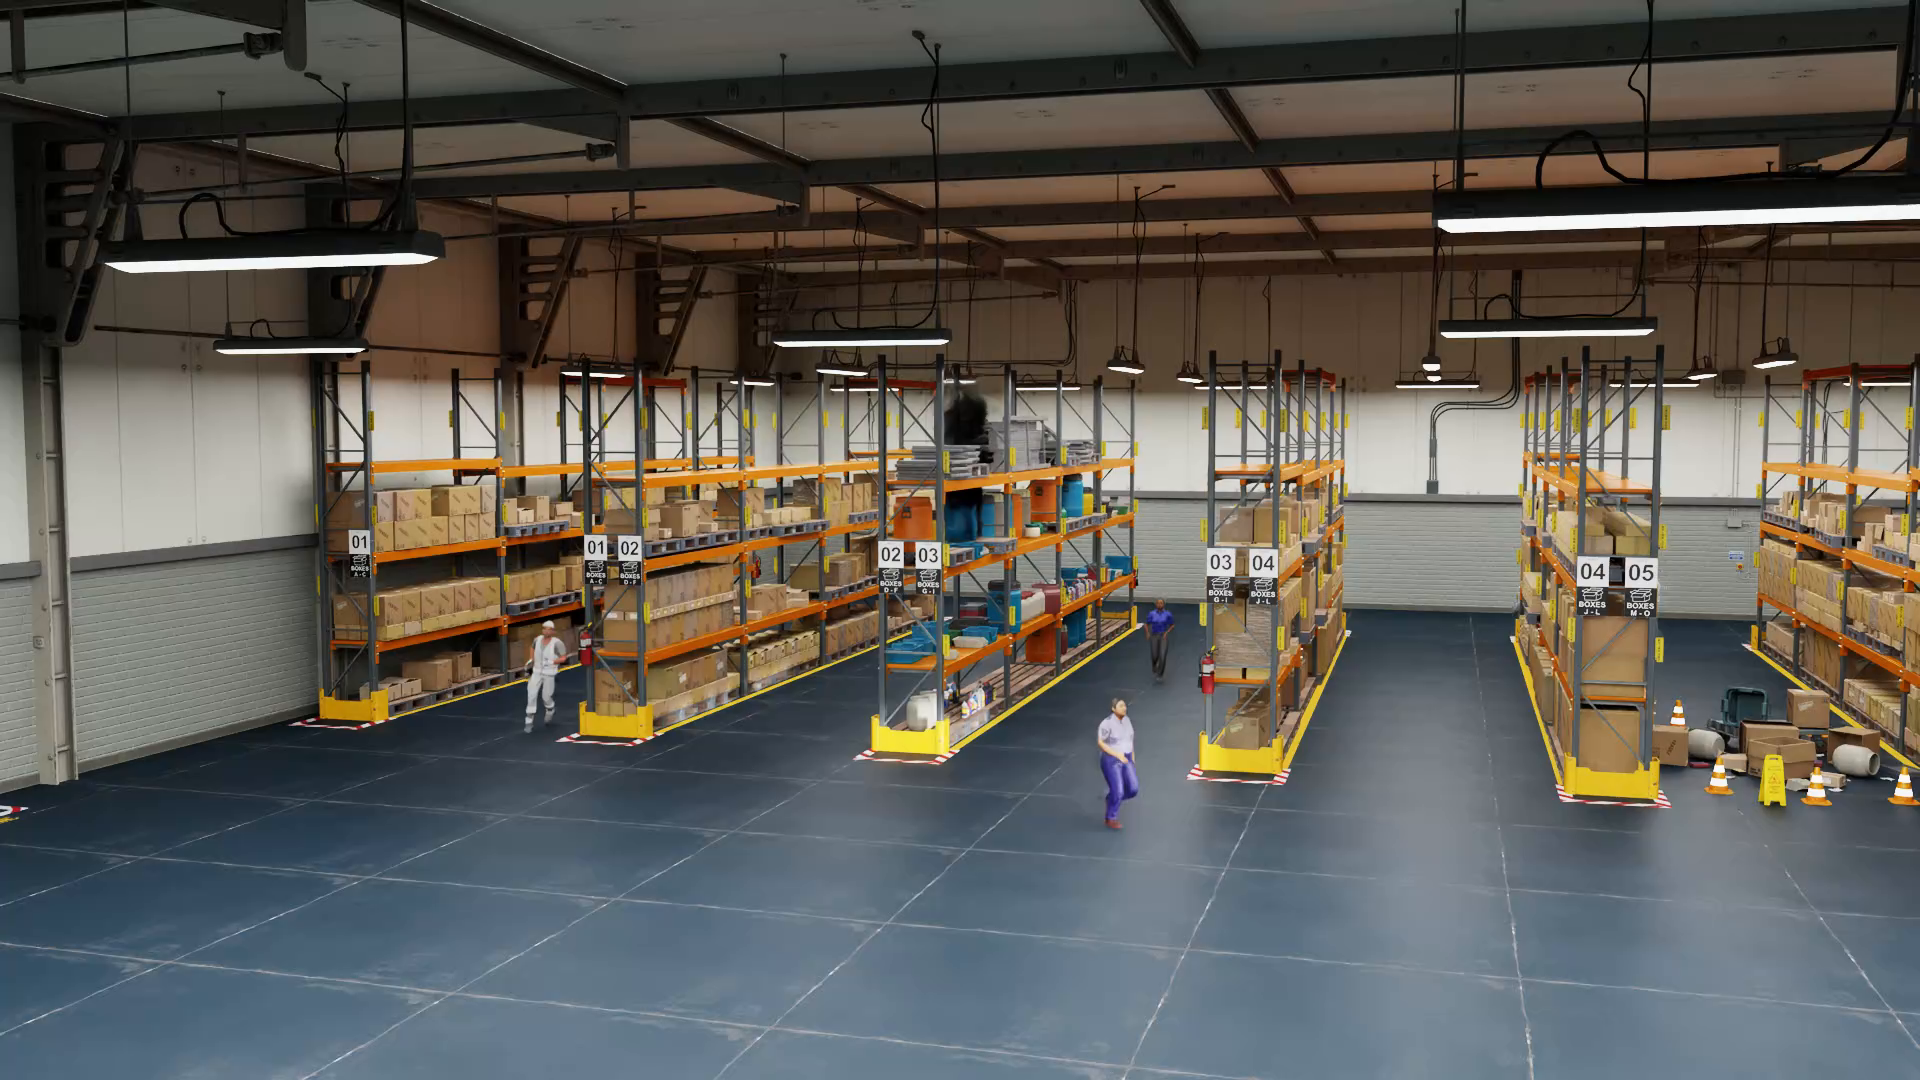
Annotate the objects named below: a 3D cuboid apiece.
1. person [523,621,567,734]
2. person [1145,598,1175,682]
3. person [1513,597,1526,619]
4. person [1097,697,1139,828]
[{"bbox_3d":[-6.726,2.193,27.030,0.693,1.796,0.938,0,4,6],"label":"person"},{"bbox_3d":[3.845,1.927,32.046,0.575,1.601,0.560,1,4,8],"label":"person"},{"bbox_3d":[13.223,1.398,38.804,0.566,1.658,0.636,1,4,11],"label":"person"},{"bbox_3d":[1.955,2.746,20.553,0.640,1.595,0.571,-3,5,-40],"label":"person"}]
